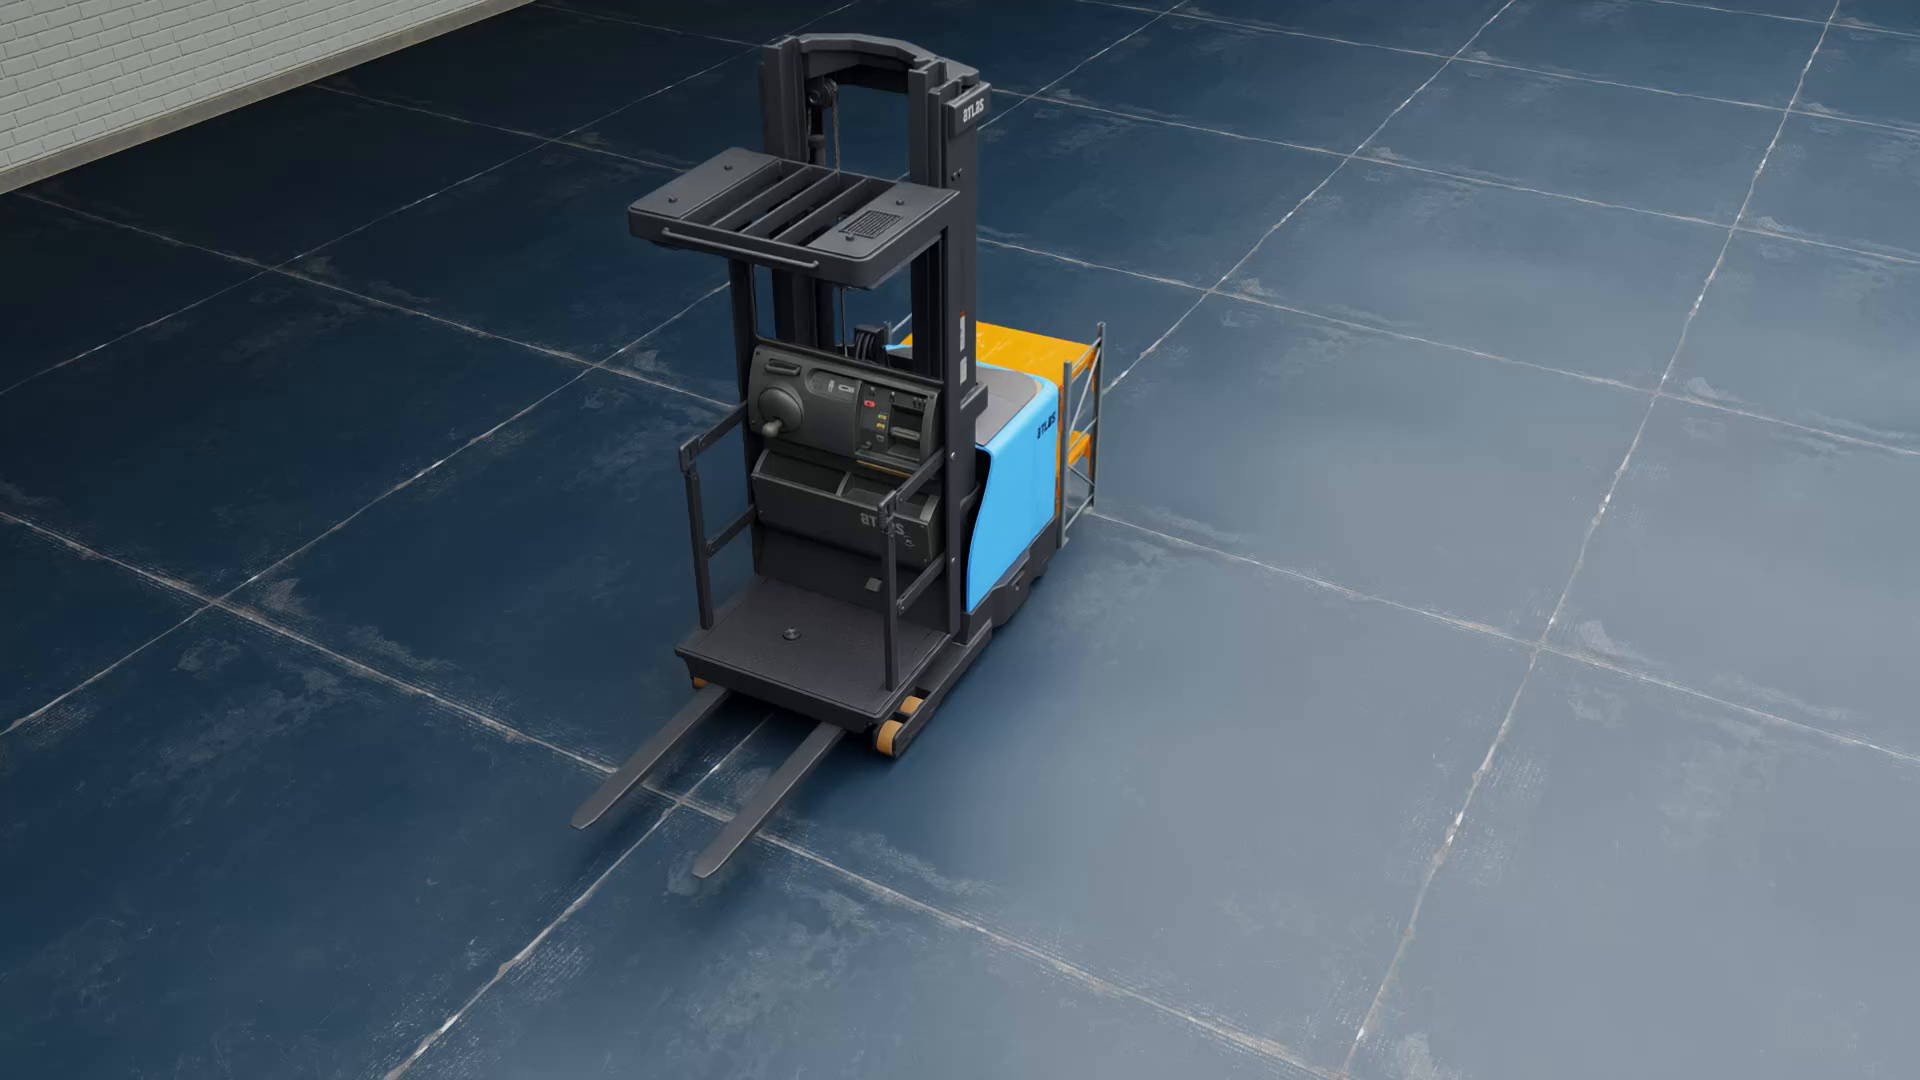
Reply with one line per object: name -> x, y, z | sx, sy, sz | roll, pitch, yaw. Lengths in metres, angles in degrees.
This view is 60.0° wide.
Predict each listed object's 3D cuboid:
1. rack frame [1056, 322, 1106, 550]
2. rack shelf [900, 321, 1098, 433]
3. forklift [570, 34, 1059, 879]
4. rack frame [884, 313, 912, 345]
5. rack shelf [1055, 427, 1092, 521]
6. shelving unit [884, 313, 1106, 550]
rack frame -> 0.640, -0.545, 8.825 | 0.032, 1.125, 0.500 | 15, 36, 21
rack shelf -> 0.182, -0.911, 8.847 | 1.000, 0.278, 0.538 | 15, 36, 21
forklift -> -0.619, -0.520, 7.158 | 1.130, 2.935, 3.031 | 16, 37, 23
rack frame -> -0.275, -0.790, 9.193 | 0.032, 1.125, 0.500 | 15, 36, 21
rack shelf -> 0.182, -0.464, 9.145 | 1.000, 0.278, 0.538 | 15, 36, 21
shelving unit -> 0.182, -0.668, 9.009 | 1.048, 1.125, 0.538 | 15, 36, 21
